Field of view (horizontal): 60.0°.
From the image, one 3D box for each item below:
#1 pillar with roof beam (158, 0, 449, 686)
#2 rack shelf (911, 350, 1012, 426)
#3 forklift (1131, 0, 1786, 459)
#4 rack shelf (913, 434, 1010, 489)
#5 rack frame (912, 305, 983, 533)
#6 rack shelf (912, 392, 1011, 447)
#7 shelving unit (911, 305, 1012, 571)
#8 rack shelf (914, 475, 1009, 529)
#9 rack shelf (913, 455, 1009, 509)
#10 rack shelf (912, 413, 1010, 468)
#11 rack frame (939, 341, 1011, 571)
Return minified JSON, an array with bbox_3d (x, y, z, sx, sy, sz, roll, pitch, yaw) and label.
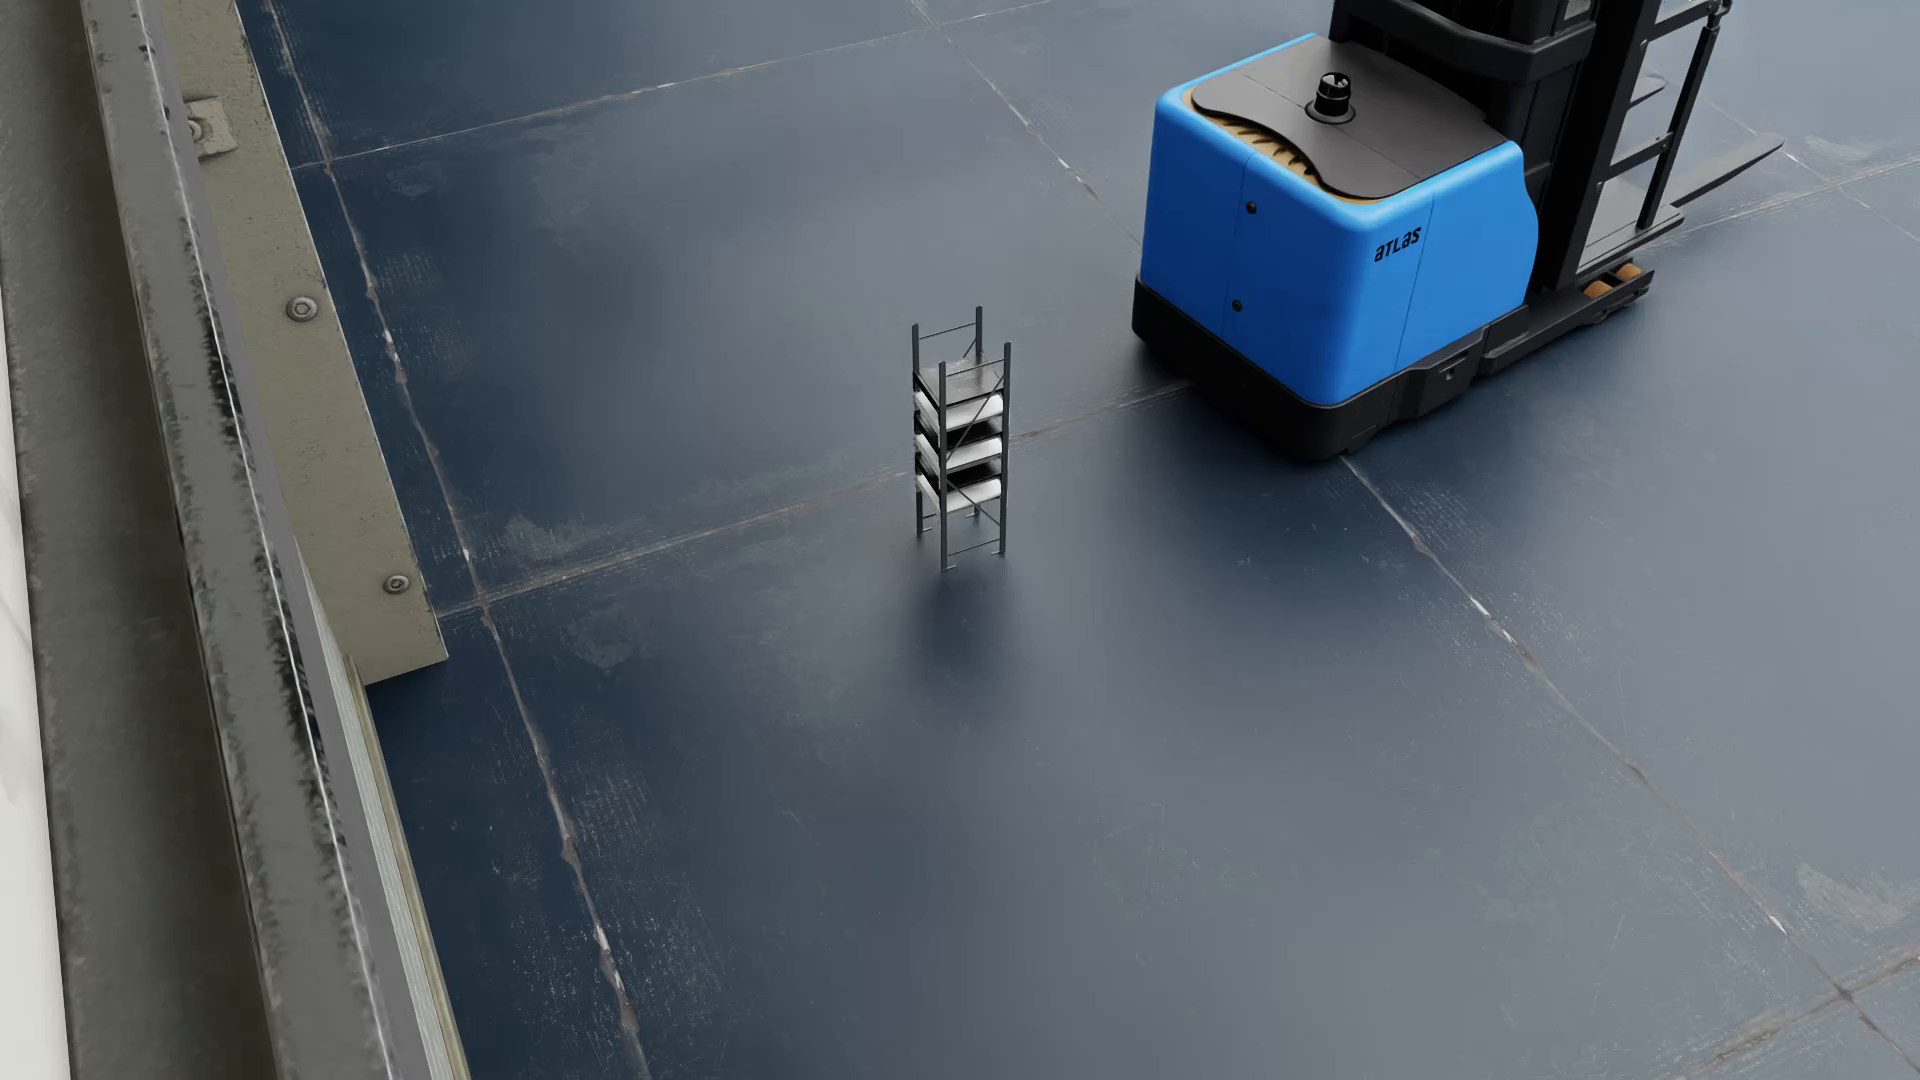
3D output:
[{"bbox_3d":[2.035,-4.173,3.573,9.100,9.000,0.400,-18,47,-17],"label":"pillar with roof beam"},{"bbox_3d":[0.003,-0.484,5.262,0.258,0.077,0.200,-18,47,-17],"label":"rack shelf"},{"bbox_3d":[2.157,-2.177,5.870,3.031,2.935,1.130,-27,51,-25],"label":"forklift"},{"bbox_3d":[0.003,-0.291,5.452,0.258,0.077,0.200,-18,47,-17],"label":"rack shelf"},{"bbox_3d":[-0.039,-0.380,5.494,0.240,0.900,0.006,-18,47,-17],"label":"rack frame"},{"bbox_3d":[0.003,-0.420,5.326,0.258,0.077,0.200,-18,47,-17],"label":"rack shelf"},{"bbox_3d":[0.003,-0.315,5.429,0.258,0.900,0.210,-18,47,-17],"label":"shelving unit"},{"bbox_3d":[0.003,-0.163,5.579,0.258,0.077,0.200,-18,47,-17],"label":"rack shelf"},{"bbox_3d":[0.003,-0.227,5.515,0.258,0.077,0.200,-18,47,-17],"label":"rack shelf"},{"bbox_3d":[0.003,-0.355,5.389,0.258,0.077,0.200,-18,47,-17],"label":"rack shelf"},{"bbox_3d":[0.046,-0.250,5.363,0.240,0.900,0.006,-18,47,-17],"label":"rack frame"}]
